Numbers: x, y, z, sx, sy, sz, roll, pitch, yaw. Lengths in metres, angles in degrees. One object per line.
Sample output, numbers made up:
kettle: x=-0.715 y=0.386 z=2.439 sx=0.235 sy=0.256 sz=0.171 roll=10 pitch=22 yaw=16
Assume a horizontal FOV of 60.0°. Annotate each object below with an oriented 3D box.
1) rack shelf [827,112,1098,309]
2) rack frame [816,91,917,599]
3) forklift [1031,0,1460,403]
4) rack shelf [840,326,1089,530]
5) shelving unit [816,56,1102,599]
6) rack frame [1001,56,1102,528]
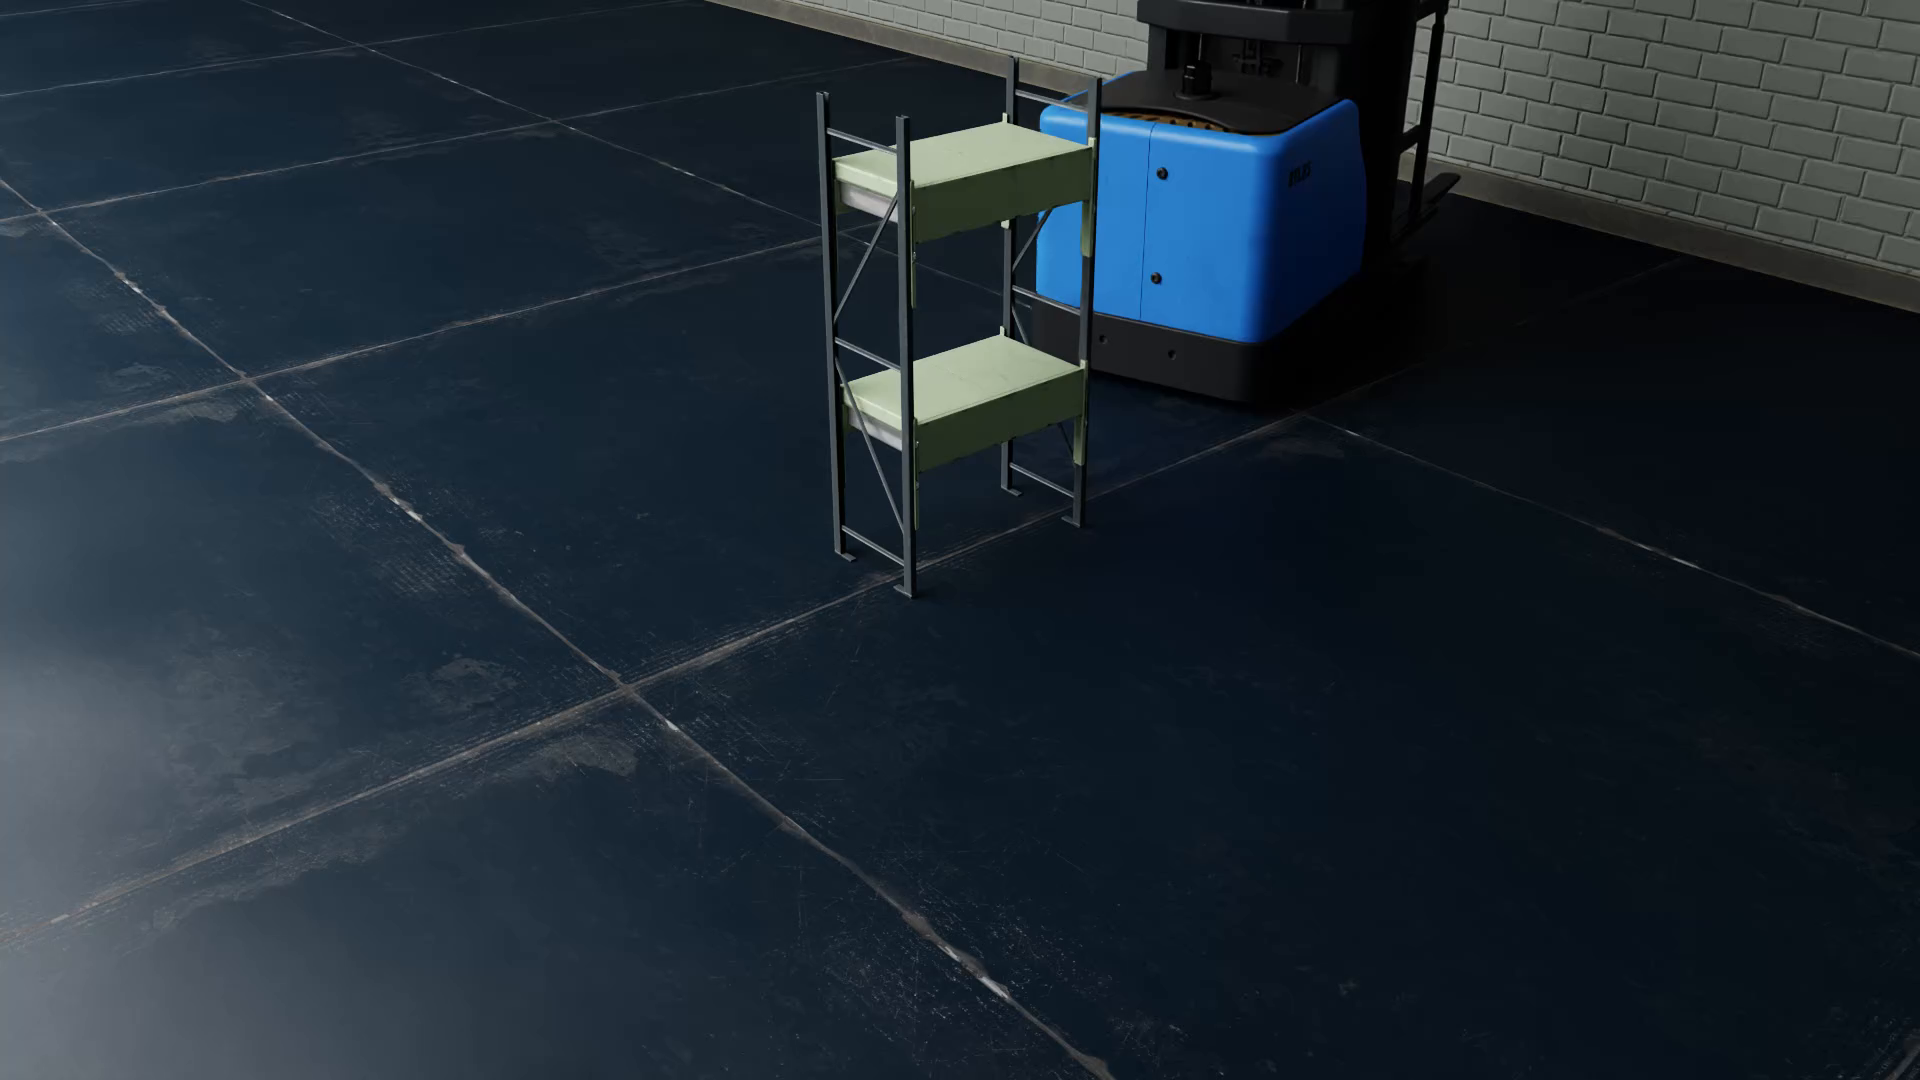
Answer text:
rack shelf: x=0.005 y=-1.008 z=5.011 sx=0.720 sy=0.370 sz=0.431 roll=-22 pitch=35 yaw=-35
rack frame: x=-0.273 y=-0.552 z=4.986 sx=0.023 sy=1.500 sz=0.400 roll=-22 pitch=35 yaw=-35
forklift: x=1.501 y=-2.470 z=7.057 sx=1.130 sy=2.935 sz=3.031 roll=16 pitch=32 yaw=28
rack shelf: x=0.005 y=-0.376 z=5.349 sx=0.720 sy=0.370 sz=0.431 roll=-22 pitch=35 yaw=-35
shelving unit: x=0.005 y=-0.664 z=5.195 sx=0.755 sy=1.500 sz=0.431 roll=-22 pitch=35 yaw=-35
rack frame: x=0.284 y=-0.775 z=5.405 sx=0.023 sy=1.500 sz=0.400 roll=-22 pitch=35 yaw=-35
